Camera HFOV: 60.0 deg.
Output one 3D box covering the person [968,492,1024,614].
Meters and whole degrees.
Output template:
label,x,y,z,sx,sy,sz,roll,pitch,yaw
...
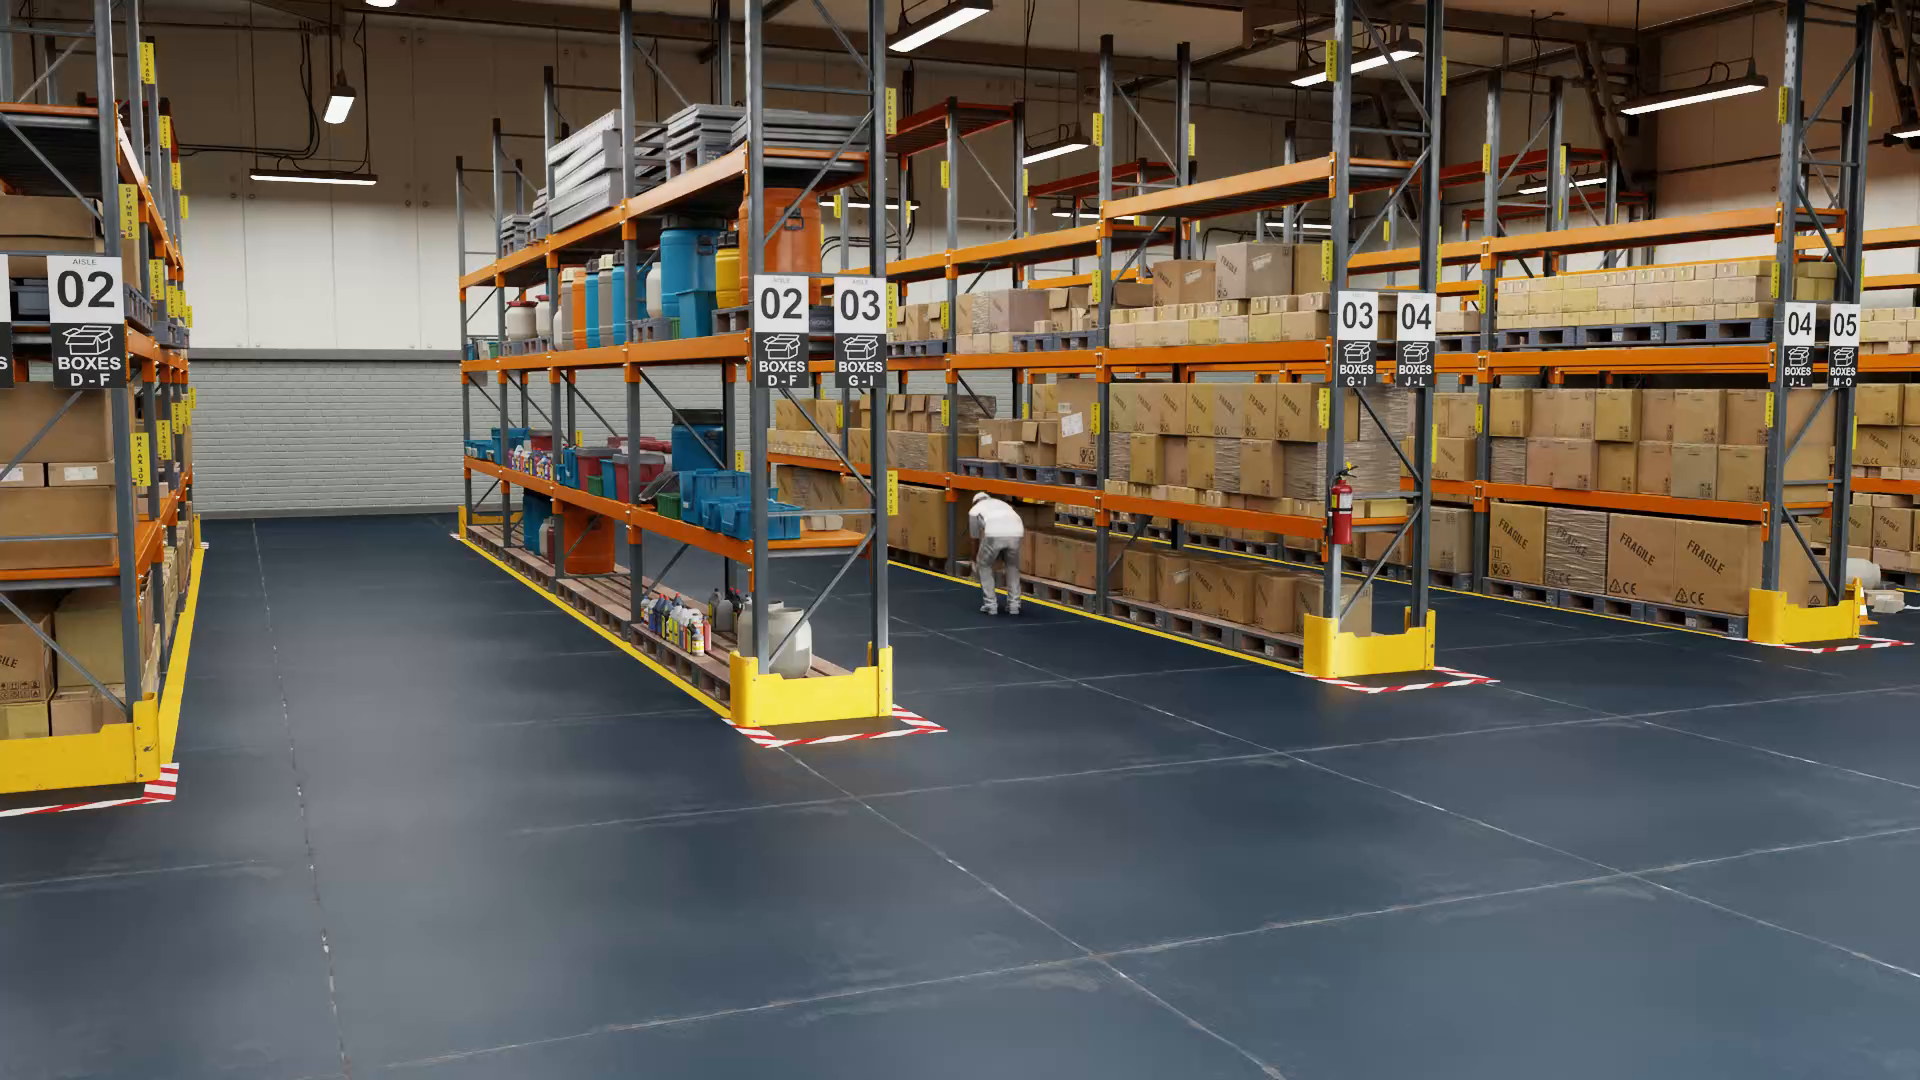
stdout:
label,x,y,z,sx,sy,sz,roll,pitch,yaw
person,0.359,0.135,17.925,0.513,1.264,0.939,-2,6,-19
